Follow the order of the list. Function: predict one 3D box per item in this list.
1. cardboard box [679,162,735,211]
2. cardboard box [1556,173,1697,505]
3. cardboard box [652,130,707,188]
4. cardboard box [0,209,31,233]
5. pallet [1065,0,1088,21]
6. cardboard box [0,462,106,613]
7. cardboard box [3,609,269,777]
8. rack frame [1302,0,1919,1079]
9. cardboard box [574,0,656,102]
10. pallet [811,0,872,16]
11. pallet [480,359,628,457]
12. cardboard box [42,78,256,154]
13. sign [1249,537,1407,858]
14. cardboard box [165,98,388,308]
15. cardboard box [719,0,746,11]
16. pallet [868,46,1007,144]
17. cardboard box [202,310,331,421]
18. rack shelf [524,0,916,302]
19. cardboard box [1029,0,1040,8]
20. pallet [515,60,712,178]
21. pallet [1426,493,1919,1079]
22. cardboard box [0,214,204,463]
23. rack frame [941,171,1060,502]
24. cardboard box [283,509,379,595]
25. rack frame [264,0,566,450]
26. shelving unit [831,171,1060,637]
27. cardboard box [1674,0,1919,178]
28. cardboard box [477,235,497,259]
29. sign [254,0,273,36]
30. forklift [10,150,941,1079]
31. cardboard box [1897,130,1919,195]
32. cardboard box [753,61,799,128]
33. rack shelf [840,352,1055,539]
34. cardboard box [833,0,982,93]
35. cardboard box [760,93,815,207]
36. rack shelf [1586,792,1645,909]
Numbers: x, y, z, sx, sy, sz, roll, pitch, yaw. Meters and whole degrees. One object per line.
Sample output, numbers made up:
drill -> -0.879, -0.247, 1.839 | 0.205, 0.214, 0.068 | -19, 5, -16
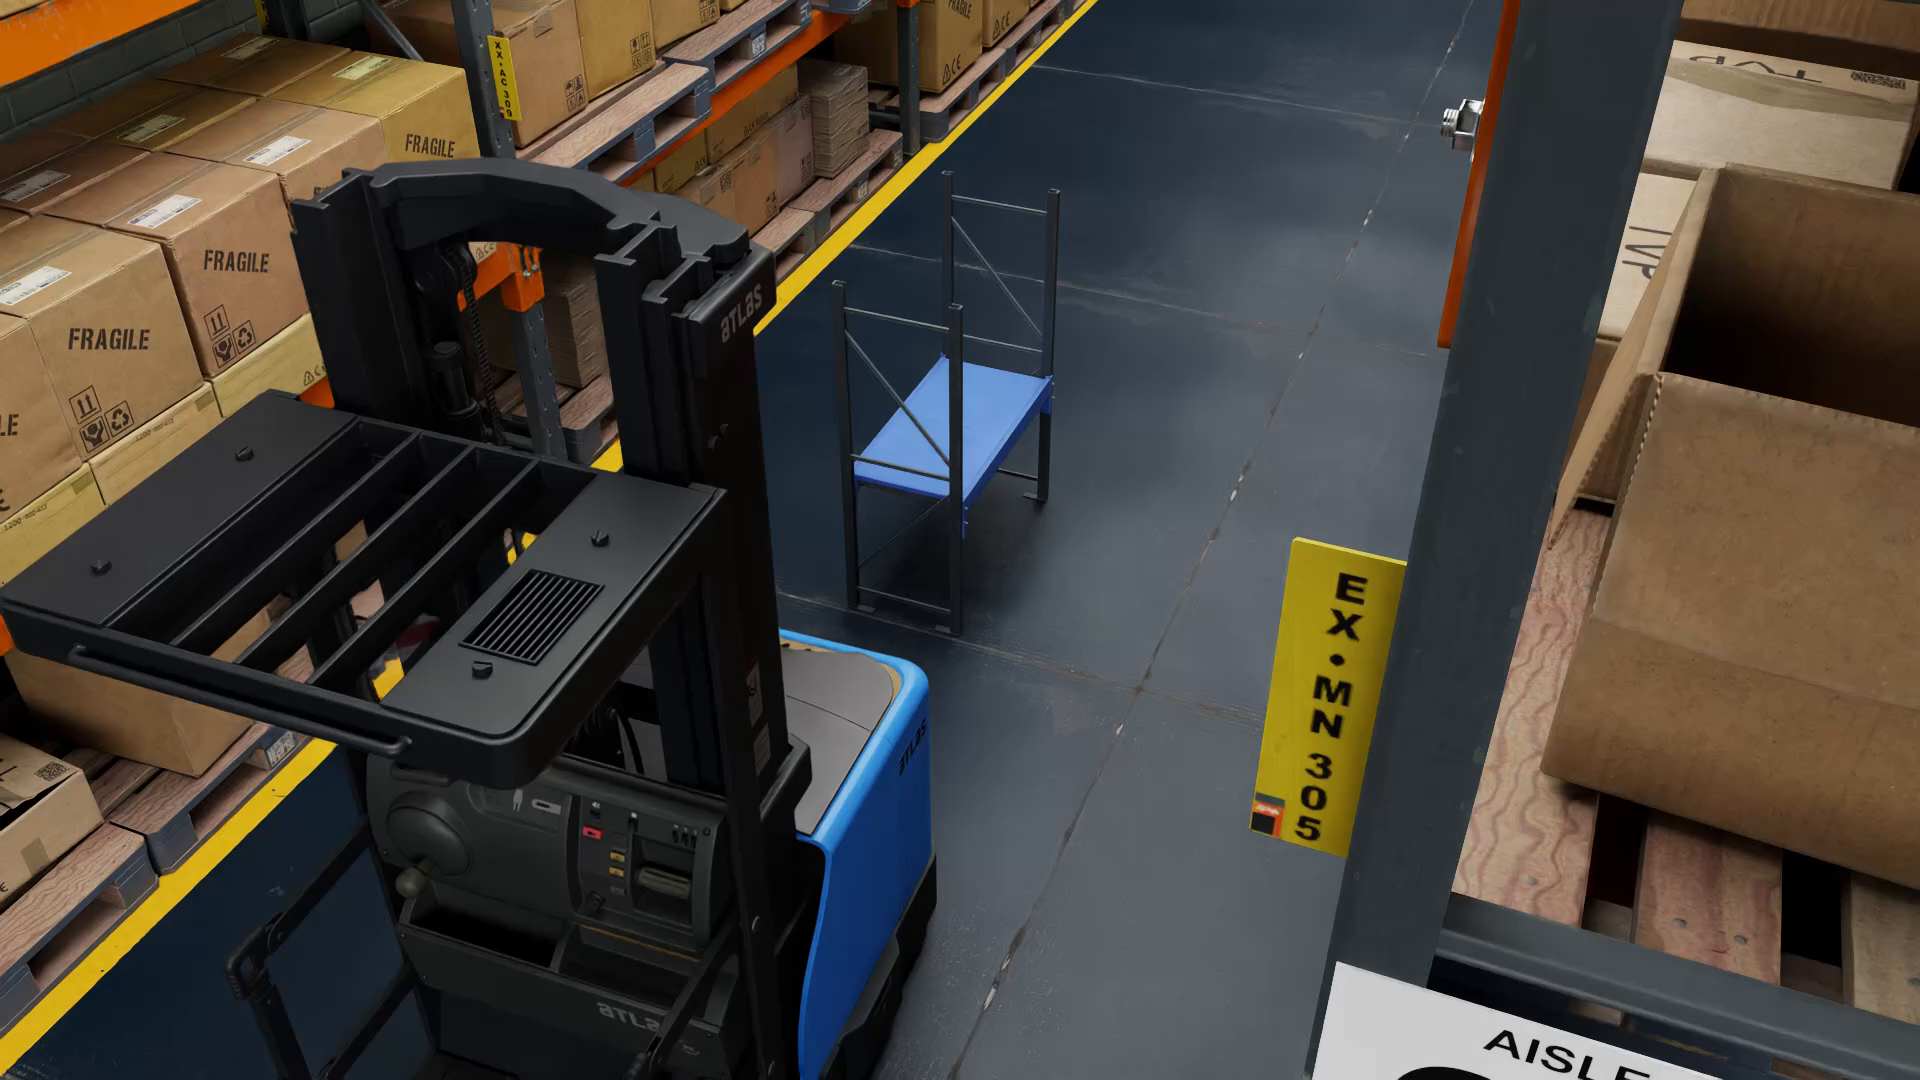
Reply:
cardboard box -> -1.612, -1.703, 8.743 | 0.700, 0.500, 0.500 | 14, 39, 18
cardboard box -> 0.997, -0.268, 2.255 | 0.500, 0.250, 0.500 | 14, 39, 18
cardboard box -> -1.635, -1.966, 8.468 | 0.500, 0.250, 0.500 | 13, 39, 16
cardboard box -> -3.212, -0.731, 5.205 | 0.500, 0.500, 0.500 | 14, 39, 18
pallet -> 0.562, -4.414, 12.978 | 1.003, 0.211, 1.213 | 14, 39, 18
cardboard box -> -2.917, -0.048, 4.917 | 0.500, 0.250, 0.500 | 13, 39, 17
cardboard box -> -2.891, 0.421, 5.901 | 0.700, 0.500, 0.500 | 11, 38, 15
rack frame -> 0.802, -0.607, 0.546 | 1.000, 3.000, 0.127 | 14, 39, 18
cardboard box -> -1.814, -2.344, 7.429 | 0.700, 0.500, 0.500 | 18, 40, 22
pallet -> -0.909, -3.264, 9.272 | 1.213, 0.211, 1.003 | 14, 39, 18
pallet -> -1.963, -0.860, 8.224 | 1.003, 0.211, 1.213 | 14, 39, 18
cardboard box -> -2.831, -1.296, 5.960 | 0.500, 0.500, 0.500 | 14, 39, 17
sign -> 0.306, 0.140, 1.379 | 0.100, 0.325, 0.005 | 14, 39, 18
cardboard box -> -2.337, -1.184, 5.811 | 0.500, 0.500, 0.500 | 14, 39, 17
cardboard box -> -1.359, -3.019, 8.333 | 0.700, 0.500, 0.500 | 14, 39, 18
pallet -> -0.367, -3.063, 11.171 | 1.003, 0.211, 1.213 | 14, 39, 18
cardboard box -> -2.532, -0.606, 5.664 | 0.500, 0.250, 0.500 | 14, 39, 17
rack shelf -> -1.497, -2.365, 8.509 | 1.077, 0.370, 4.000 | 14, 39, 18
cardboard box -> 0.323, -4.400, 12.076 | 0.750, 0.750, 0.750 | 15, 39, 19
pallet -> -1.833, -1.859, 7.391 | 1.003, 0.211, 1.213 | 14, 39, 18
pallet -> 1.095, 0.244, 1.987 | 1.003, 0.211, 1.213 | 14, 39, 18
cardboard box -> -2.736, -0.620, 5.056 | 0.500, 0.500, 0.500 | 15, 39, 19
rack frame -> 0.161, -0.835, 7.114 | 0.500, 1.500, 0.032 | 14, 39, 18
cardboard box -> -2.616, -0.137, 6.648 | 0.500, 0.500, 0.500 | 11, 38, 14
rack frame -> -2.258, -1.546, 6.812 | 1.000, 3.000, 0.127 | 14, 39, 18
shelving unit -> -0.032, -0.554, 6.738 | 0.538, 1.500, 1.048 | 14, 39, 18
cardboard box -> 1.581, -1.003, 3.027 | 0.797, 0.503, 0.637 | 18, 40, 23
cardboard box -> -2.158, -1.162, 6.408 | 0.500, 0.250, 0.500 | 14, 39, 18
sign -> -2.773, -2.134, 6.632 | 0.100, 0.325, 0.005 | 14, 39, 18
forklift -> -1.053, 0.765, 3.779 | 1.130, 2.935, 3.031 | 12, 39, 16
cardboard box -> 1.687, -0.527, 2.394 | 0.500, 0.500, 0.500 | 14, 39, 18
cardboard box -> -1.237, -2.524, 9.215 | 0.500, 0.250, 0.500 | 15, 39, 19
rack shelf -> -0.032, -0.409, 6.845 | 0.538, 0.185, 1.000 | 14, 39, 18
cardboard box -> -0.335, -3.445, 10.798 | 0.750, 0.750, 0.750 | 13, 39, 17
cardboard box -> -1.266, -2.266, 9.496 | 0.700, 0.500, 0.500 | 14, 39, 18
rack shelf -> 1.563, -0.225, 3.141 | 1.077, 0.370, 4.000 | 14, 39, 18
